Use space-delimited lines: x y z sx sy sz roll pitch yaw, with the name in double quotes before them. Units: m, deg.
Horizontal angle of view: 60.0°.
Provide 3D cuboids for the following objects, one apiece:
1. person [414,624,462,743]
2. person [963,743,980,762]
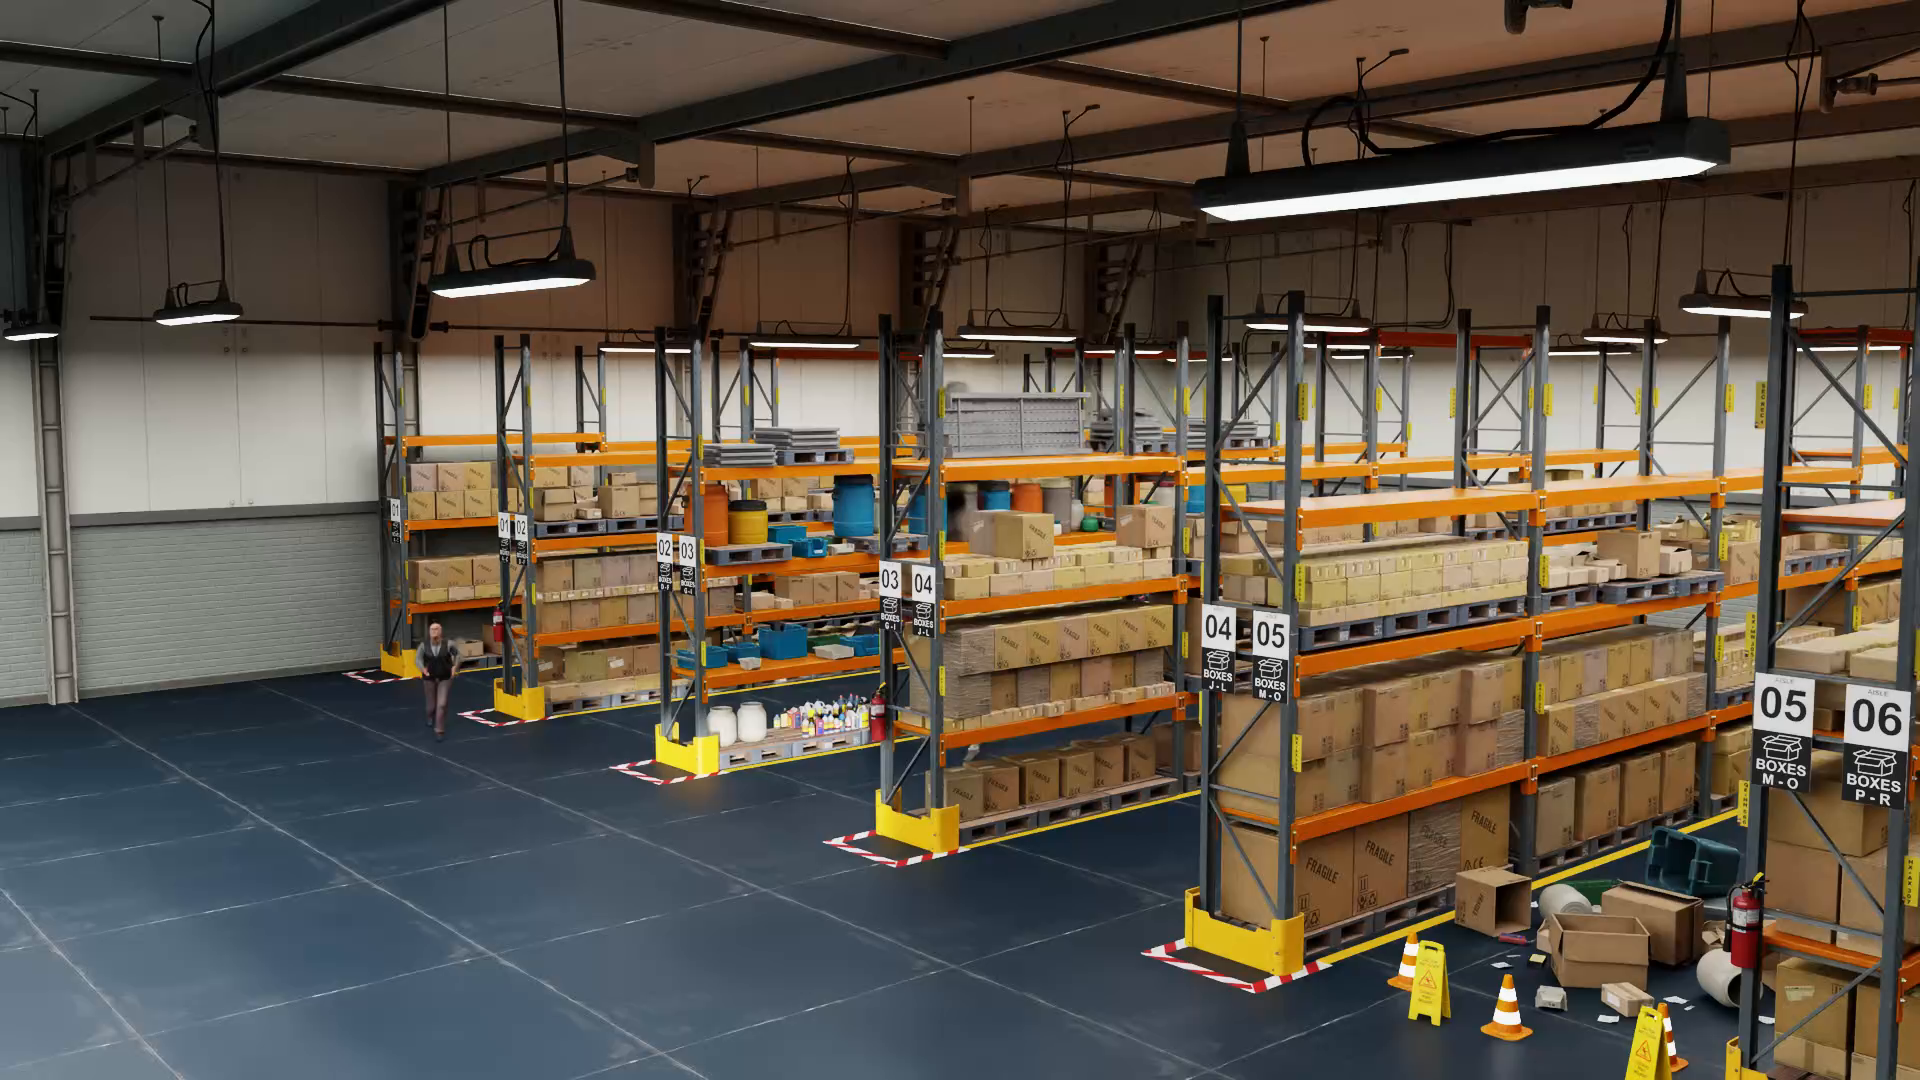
"person" -7.747 2.084 24.661 0.639 1.723 0.848 -1 5 -13
"person" 0.166 2.168 23.452 0.766 1.774 0.898 -5 7 -44
